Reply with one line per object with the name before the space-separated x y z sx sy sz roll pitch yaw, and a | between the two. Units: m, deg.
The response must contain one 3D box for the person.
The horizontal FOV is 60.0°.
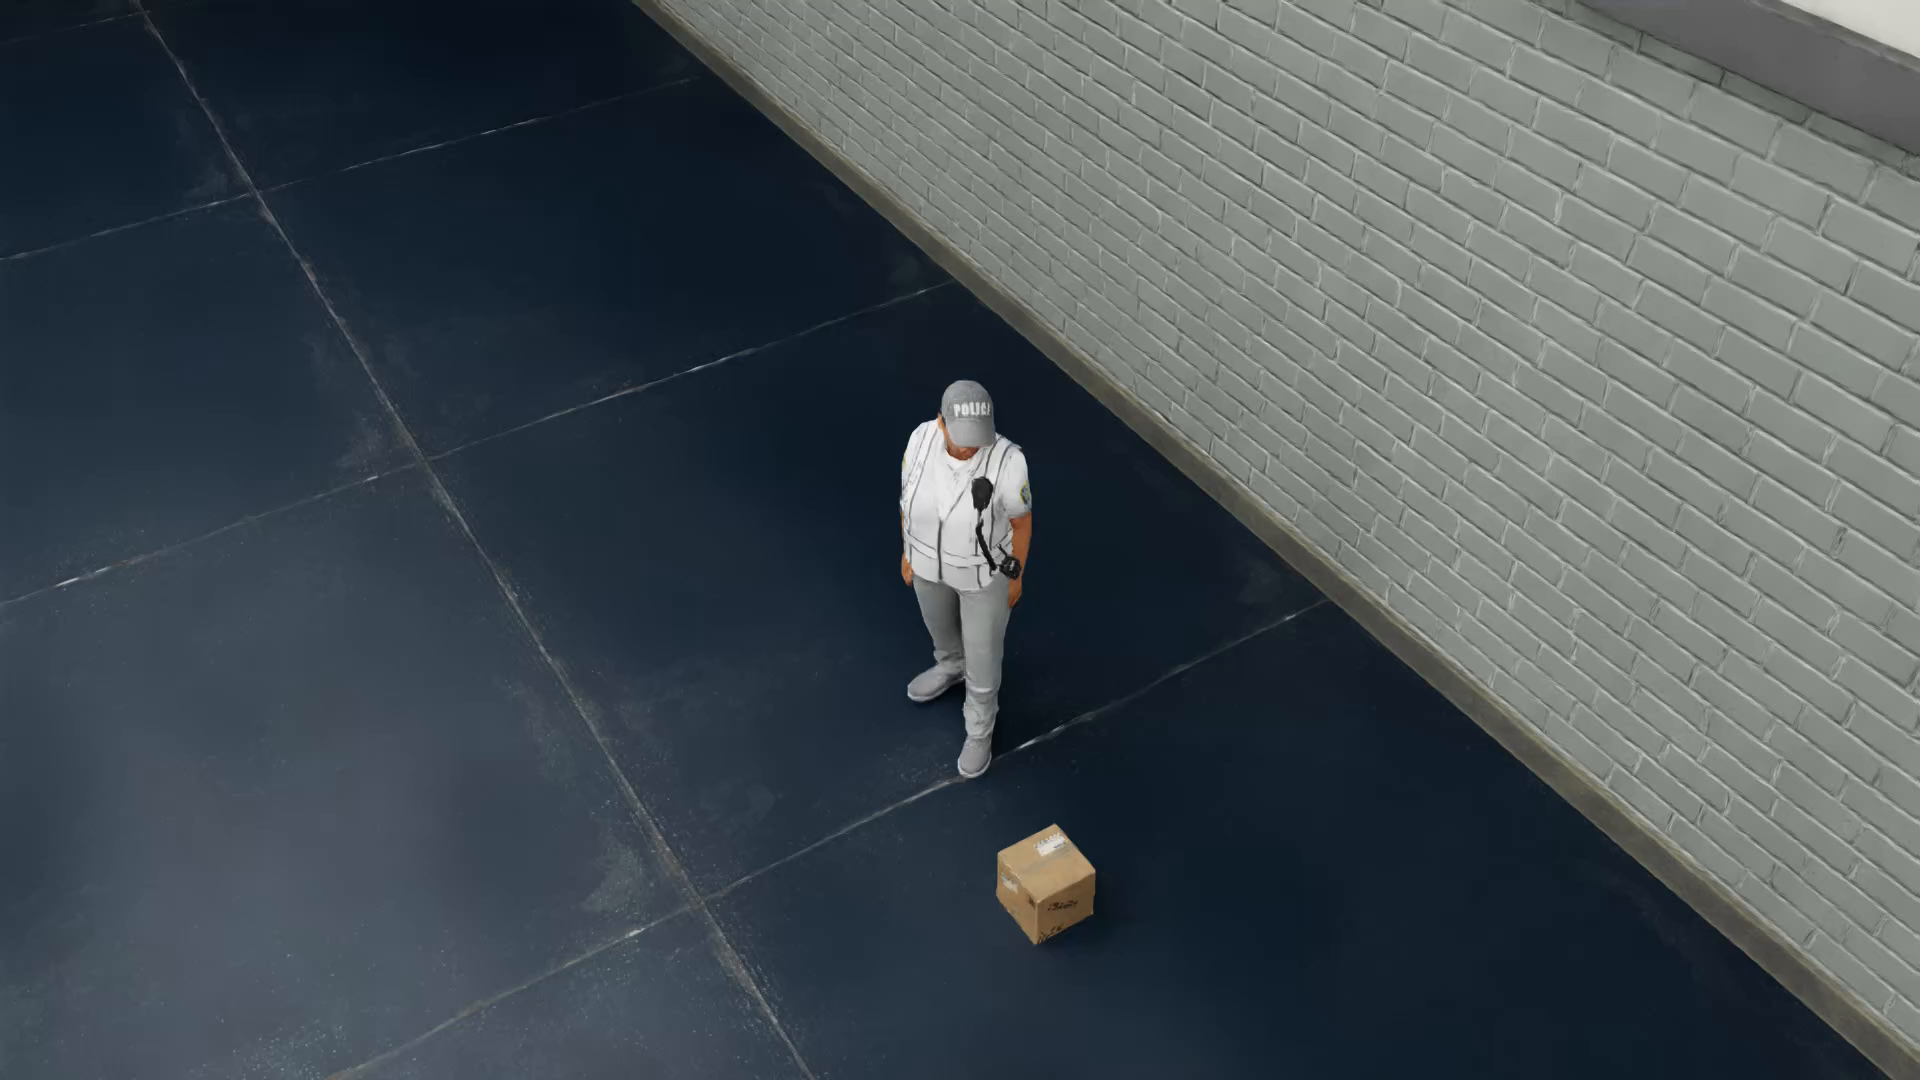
person | -0.002 0.090 6.051 0.505 1.666 0.517 18 44 20
